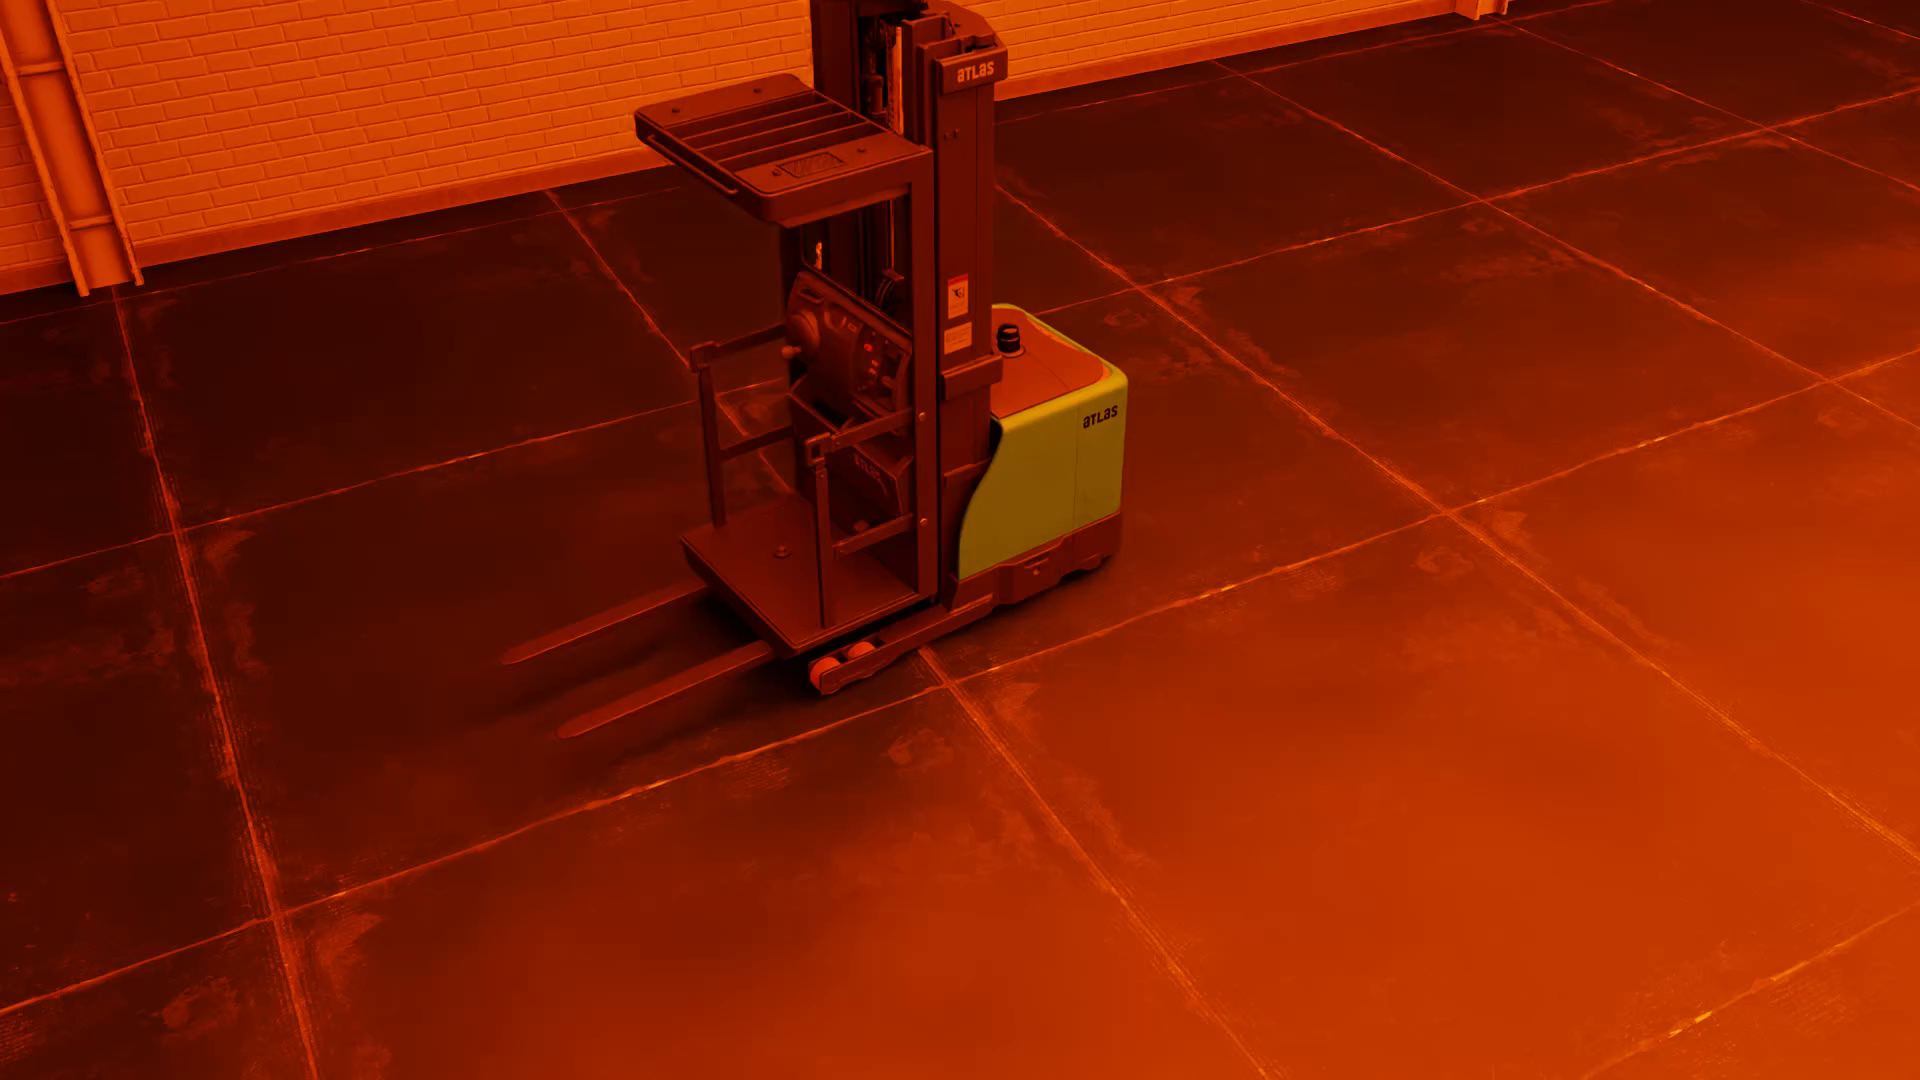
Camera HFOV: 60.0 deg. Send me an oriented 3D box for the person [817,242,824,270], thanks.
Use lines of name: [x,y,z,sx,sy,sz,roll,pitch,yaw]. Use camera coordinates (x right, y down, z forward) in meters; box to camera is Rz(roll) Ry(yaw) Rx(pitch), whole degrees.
person: [-0.413,-1.095,9.060,0.770,1.362,1.253,-30,45,-35]

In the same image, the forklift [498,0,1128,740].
forklift: [-0.671,-0.836,7.305,3.031,2.935,1.130,-23,41,-29]
